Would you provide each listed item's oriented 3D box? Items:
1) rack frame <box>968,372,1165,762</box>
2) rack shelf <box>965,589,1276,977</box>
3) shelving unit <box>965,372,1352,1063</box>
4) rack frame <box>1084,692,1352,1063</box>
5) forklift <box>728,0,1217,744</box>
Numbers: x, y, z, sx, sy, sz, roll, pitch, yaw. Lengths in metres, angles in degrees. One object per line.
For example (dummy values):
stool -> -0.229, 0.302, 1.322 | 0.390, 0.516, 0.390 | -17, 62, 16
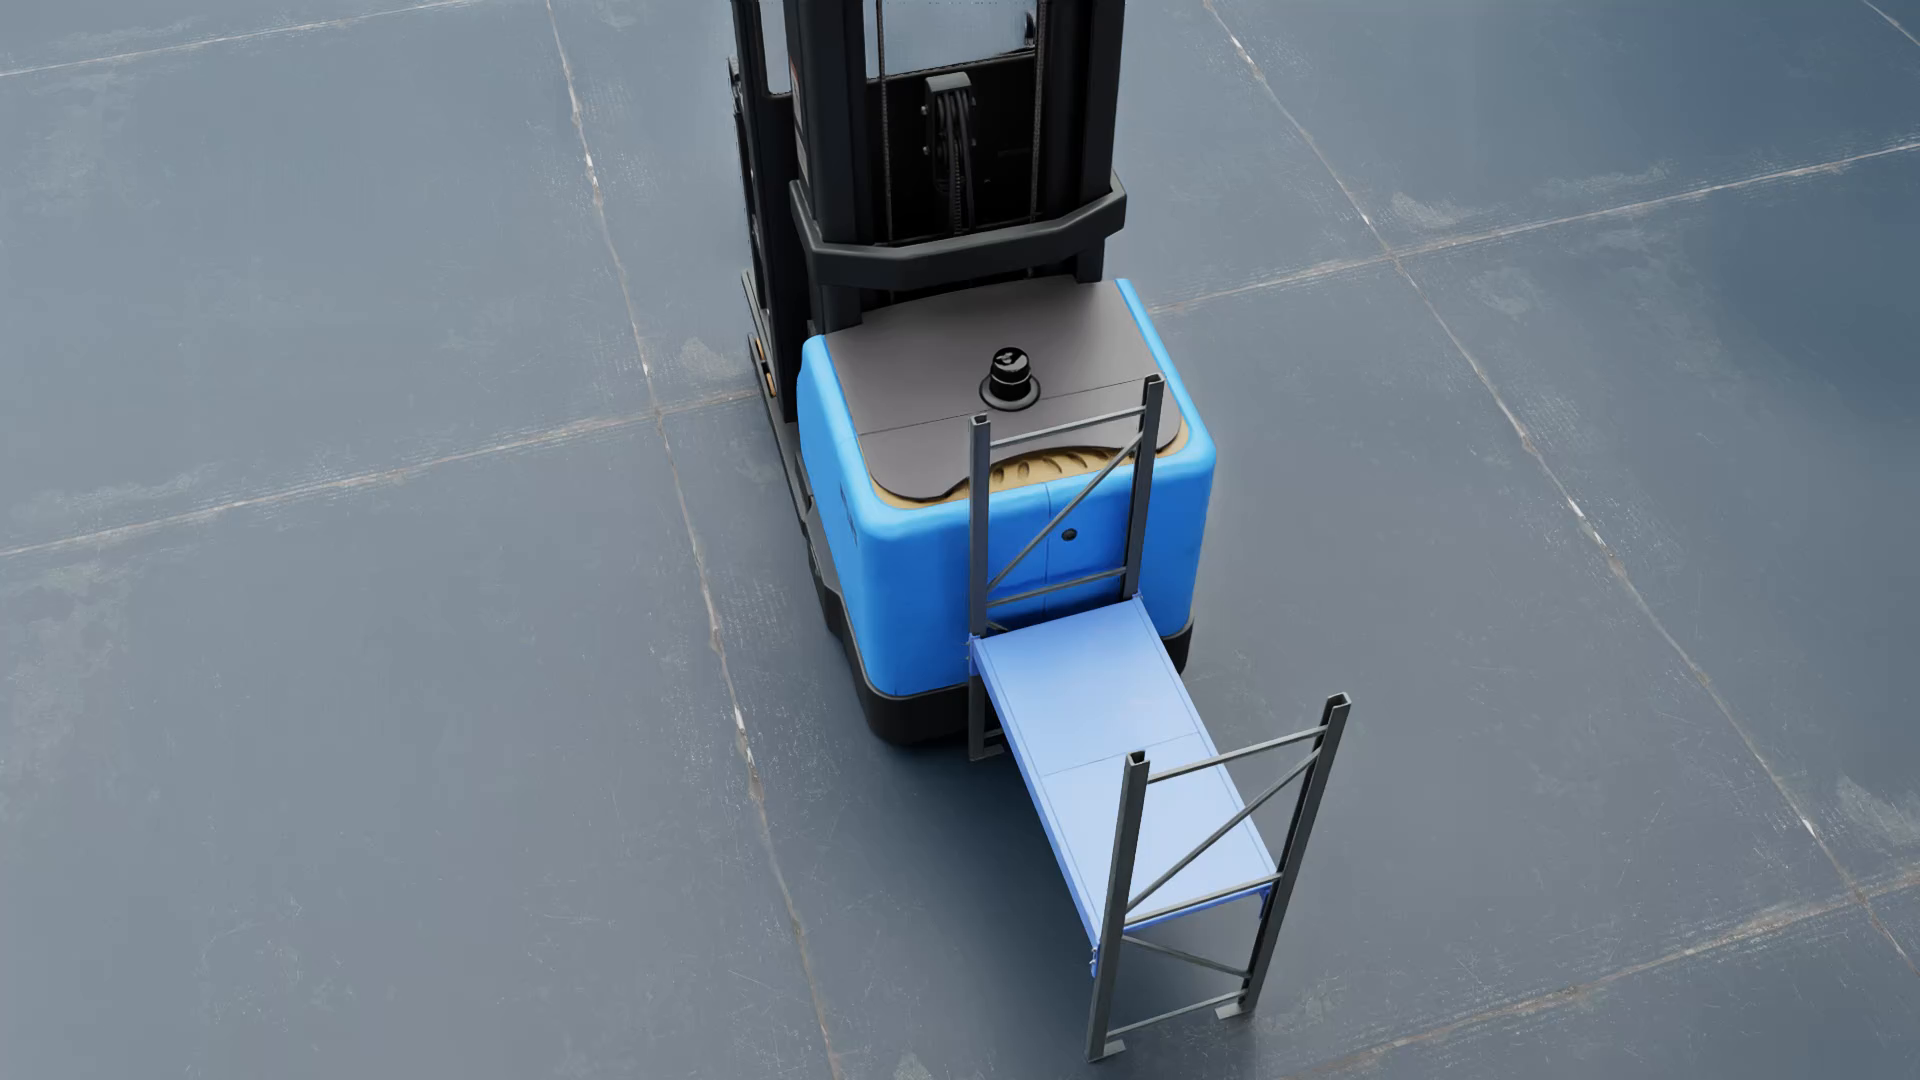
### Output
rack frame -> 0.266, 0.136, 4.654 | 0.500, 1.500, 0.032 | -14, 51, -12
rack shelf -> 0.425, 0.621, 4.480 | 0.538, 0.185, 1.000 | -14, 51, -12
shelving unit -> 0.425, 0.505, 4.343 | 0.538, 1.500, 1.048 | -14, 51, -12
rack frame -> 0.583, 0.875, 4.032 | 0.500, 1.500, 0.032 | -14, 51, -12
forklift -> -0.160, -1.473, 5.075 | 1.130, 2.935, 3.031 | -12, 51, -10
